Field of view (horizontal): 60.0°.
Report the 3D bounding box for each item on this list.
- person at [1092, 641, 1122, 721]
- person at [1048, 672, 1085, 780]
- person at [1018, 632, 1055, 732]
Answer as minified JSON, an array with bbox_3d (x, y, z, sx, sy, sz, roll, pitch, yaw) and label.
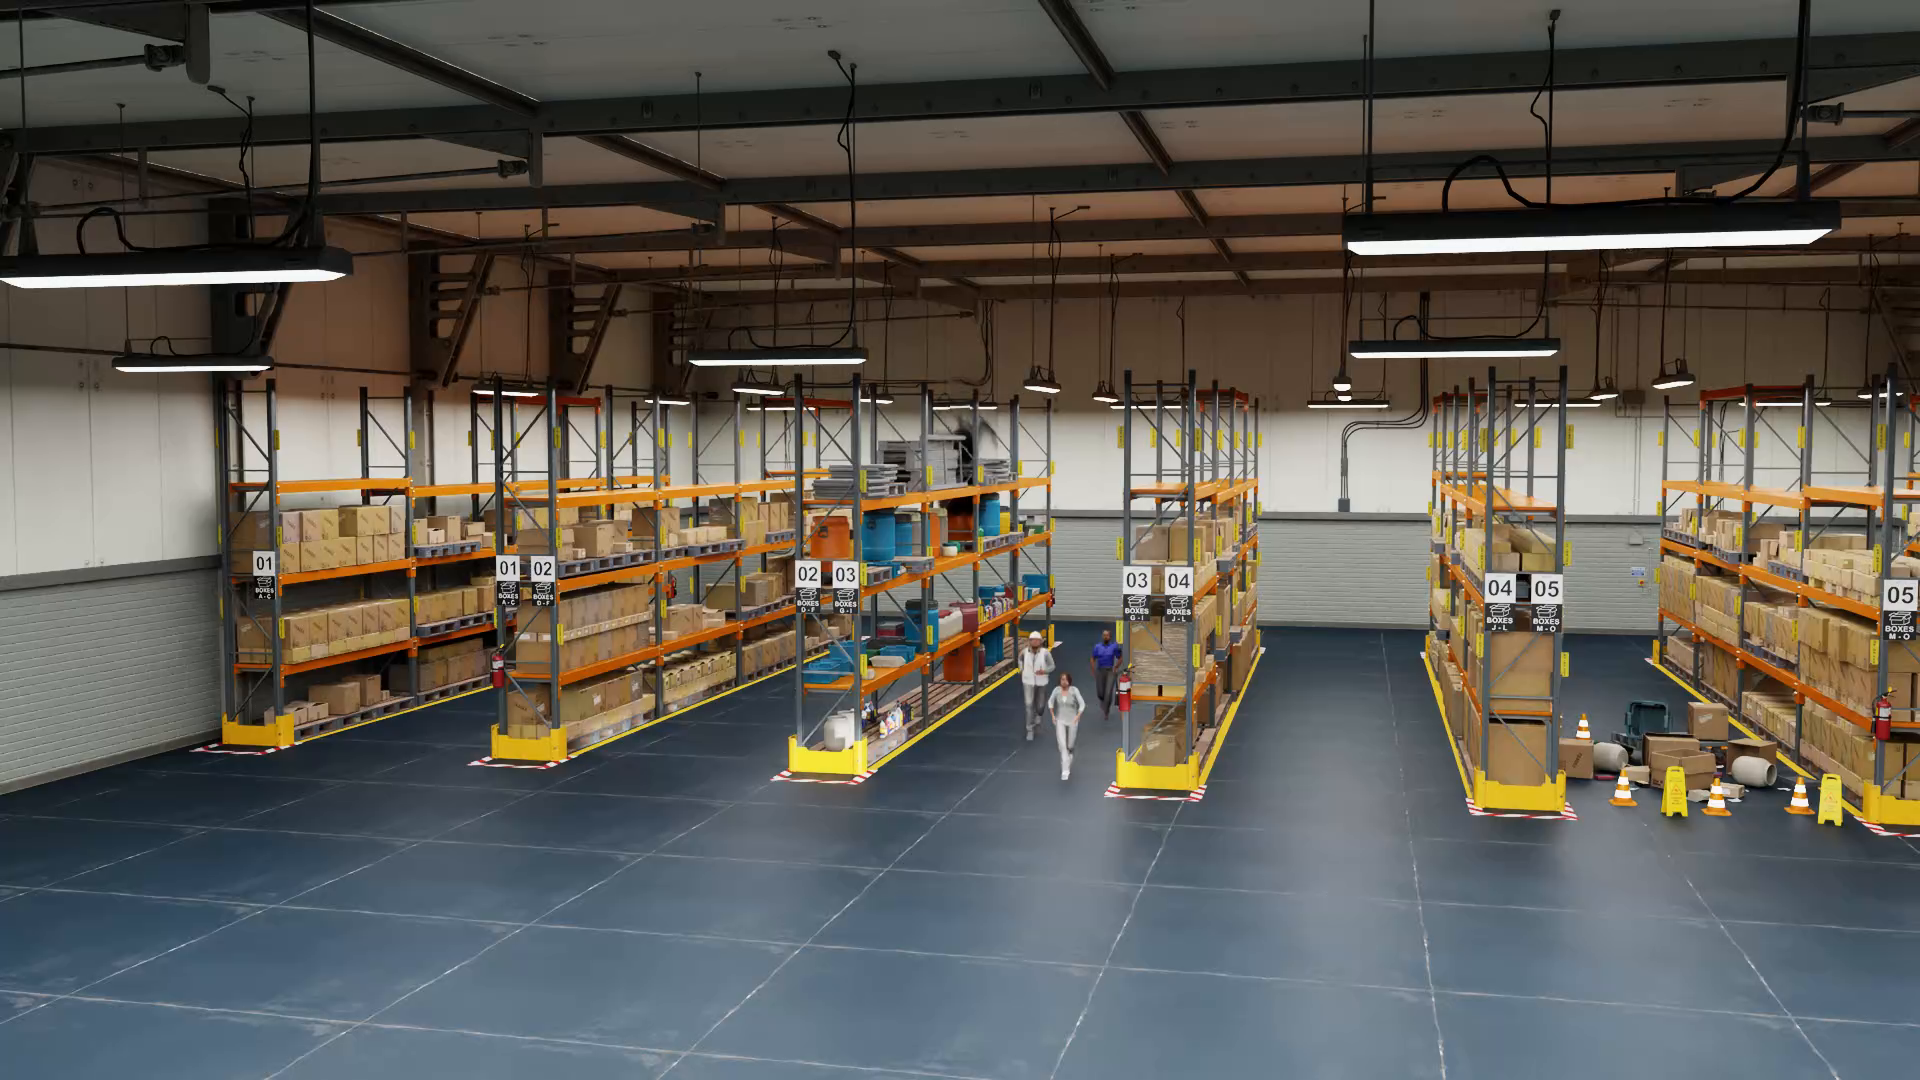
[{"bbox_3d":[2.636,2.517,29.945,0.544,1.412,0.578,1,3,10],"label":"person"},{"bbox_3d":[1.591,2.748,24.879,0.565,1.559,0.755,0,3,8],"label":"person"},{"bbox_3d":[1.301,2.369,28.169,0.623,1.664,0.970,0,3,1],"label":"person"}]
